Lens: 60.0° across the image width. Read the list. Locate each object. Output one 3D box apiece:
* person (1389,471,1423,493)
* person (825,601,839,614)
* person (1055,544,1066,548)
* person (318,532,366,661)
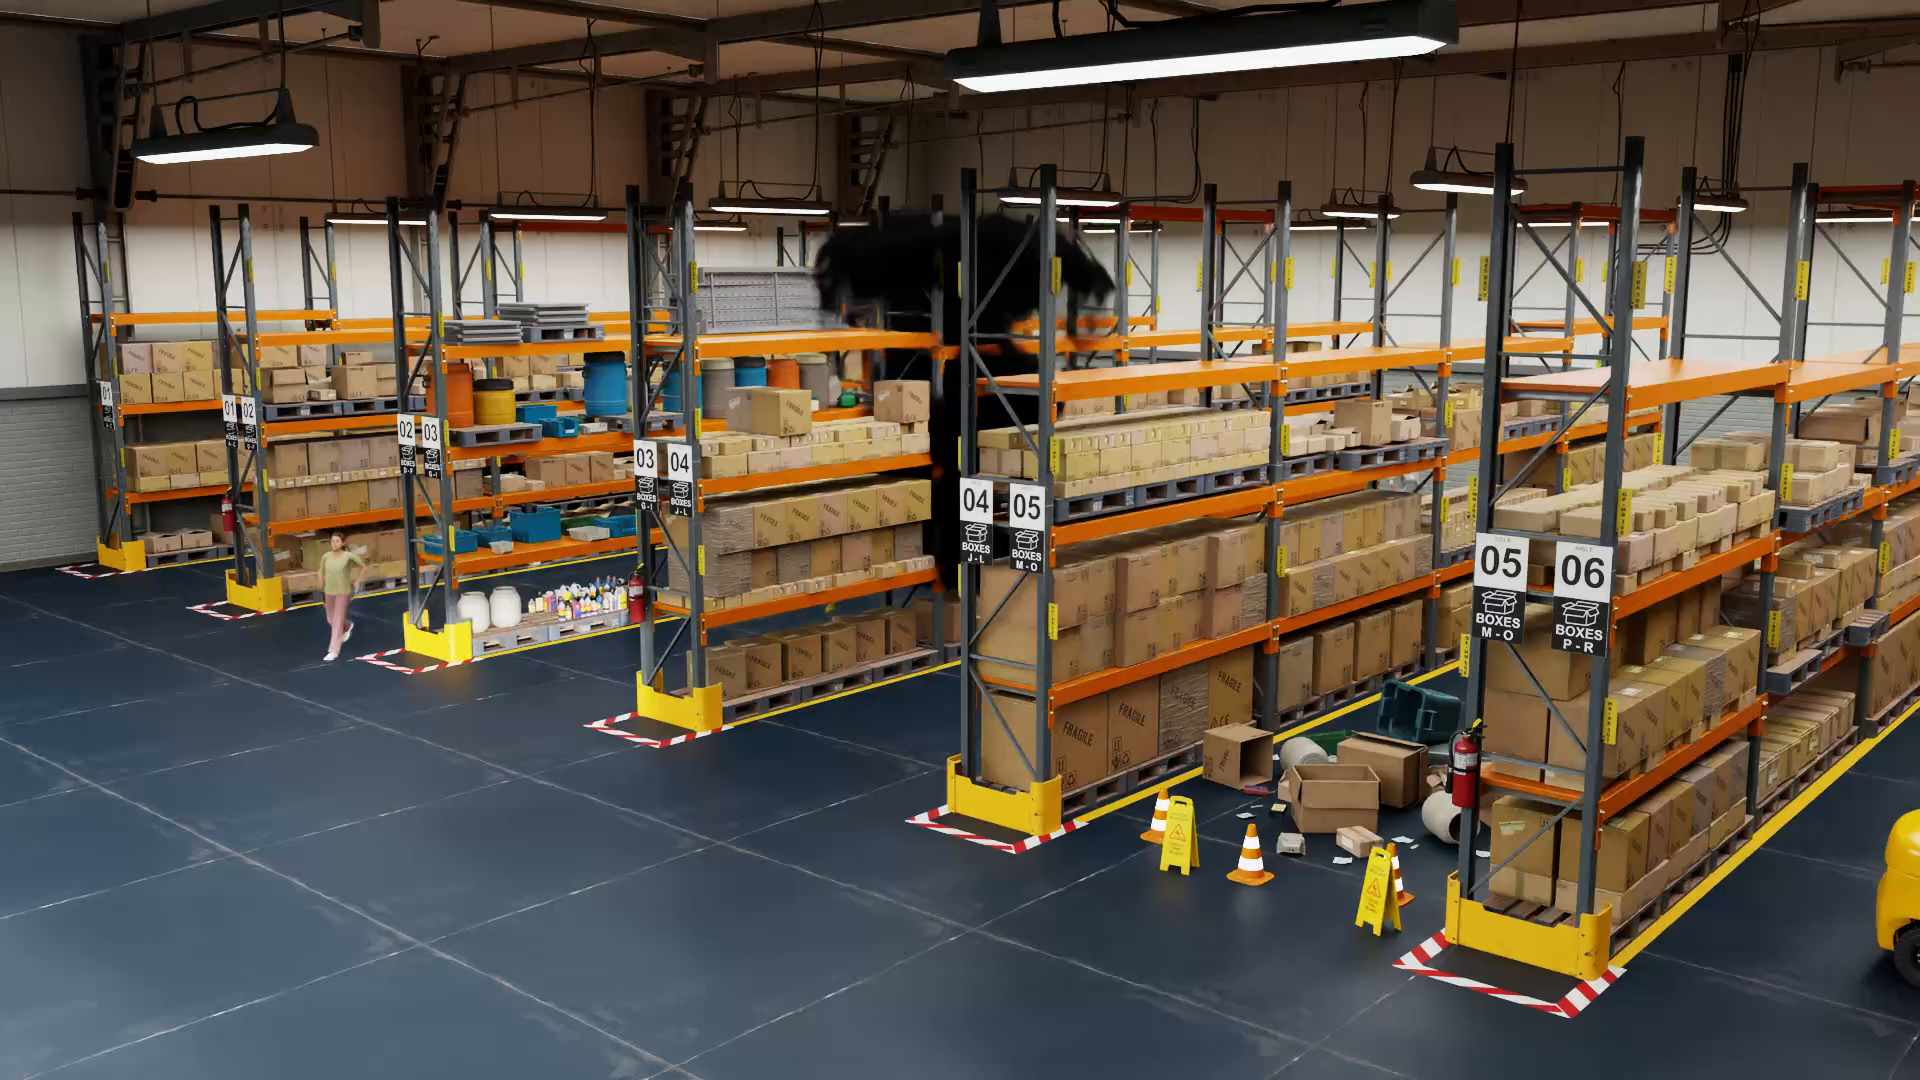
[{"bbox_3d":[8.376,-0.783,31.215,0.553,1.595,0.724,-4,10,-23],"label":"person"},{"bbox_3d":[-1.733,0.080,23.798,0.710,1.863,0.852,7,12,35],"label":"person"},{"bbox_3d":[1.158,0.736,19.880,0.770,1.751,0.495,5,11,27],"label":"person"},{"bbox_3d":[-8.200,0.714,22.029,0.604,1.653,0.889,1,9,3],"label":"person"}]
